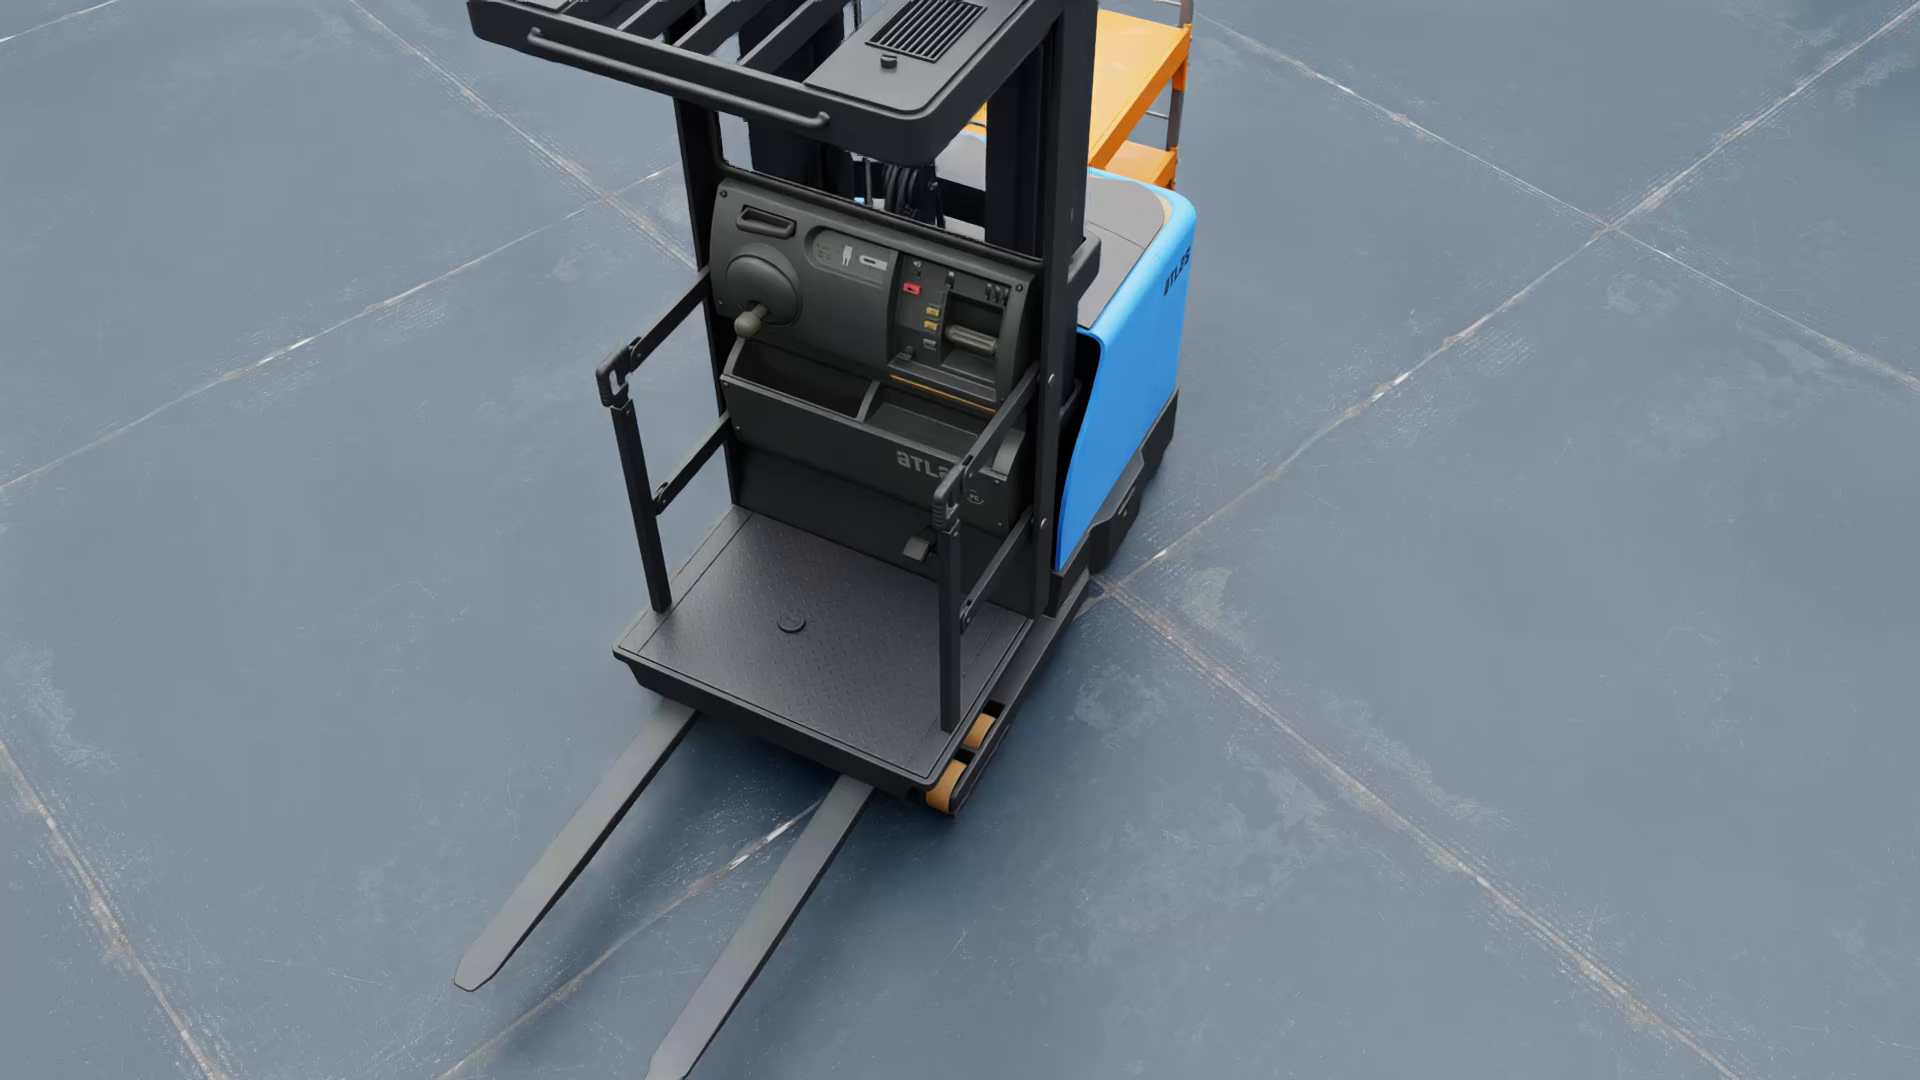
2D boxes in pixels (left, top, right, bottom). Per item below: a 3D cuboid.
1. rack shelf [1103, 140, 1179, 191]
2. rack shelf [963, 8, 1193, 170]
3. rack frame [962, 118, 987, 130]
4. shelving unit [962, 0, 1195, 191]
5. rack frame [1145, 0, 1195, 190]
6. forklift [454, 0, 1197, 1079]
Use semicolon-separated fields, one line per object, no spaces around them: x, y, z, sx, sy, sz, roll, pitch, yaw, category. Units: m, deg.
0.412;-1.211;6.435;0.538;0.278;1.000;20;50;17;rack shelf
0.412;-1.575;6.040;0.538;0.278;1.000;20;50;17;rack shelf
0.189;-1.041;5.945;0.500;1.125;0.032;20;50;17;rack frame
0.412;-1.377;6.255;0.538;1.125;1.048;20;50;17;shelving unit
0.634;-1.713;6.565;0.500;1.125;0.032;20;50;17;rack frame
-0.348;-0.557;4.270;1.130;2.935;3.031;21;51;18;forklift
